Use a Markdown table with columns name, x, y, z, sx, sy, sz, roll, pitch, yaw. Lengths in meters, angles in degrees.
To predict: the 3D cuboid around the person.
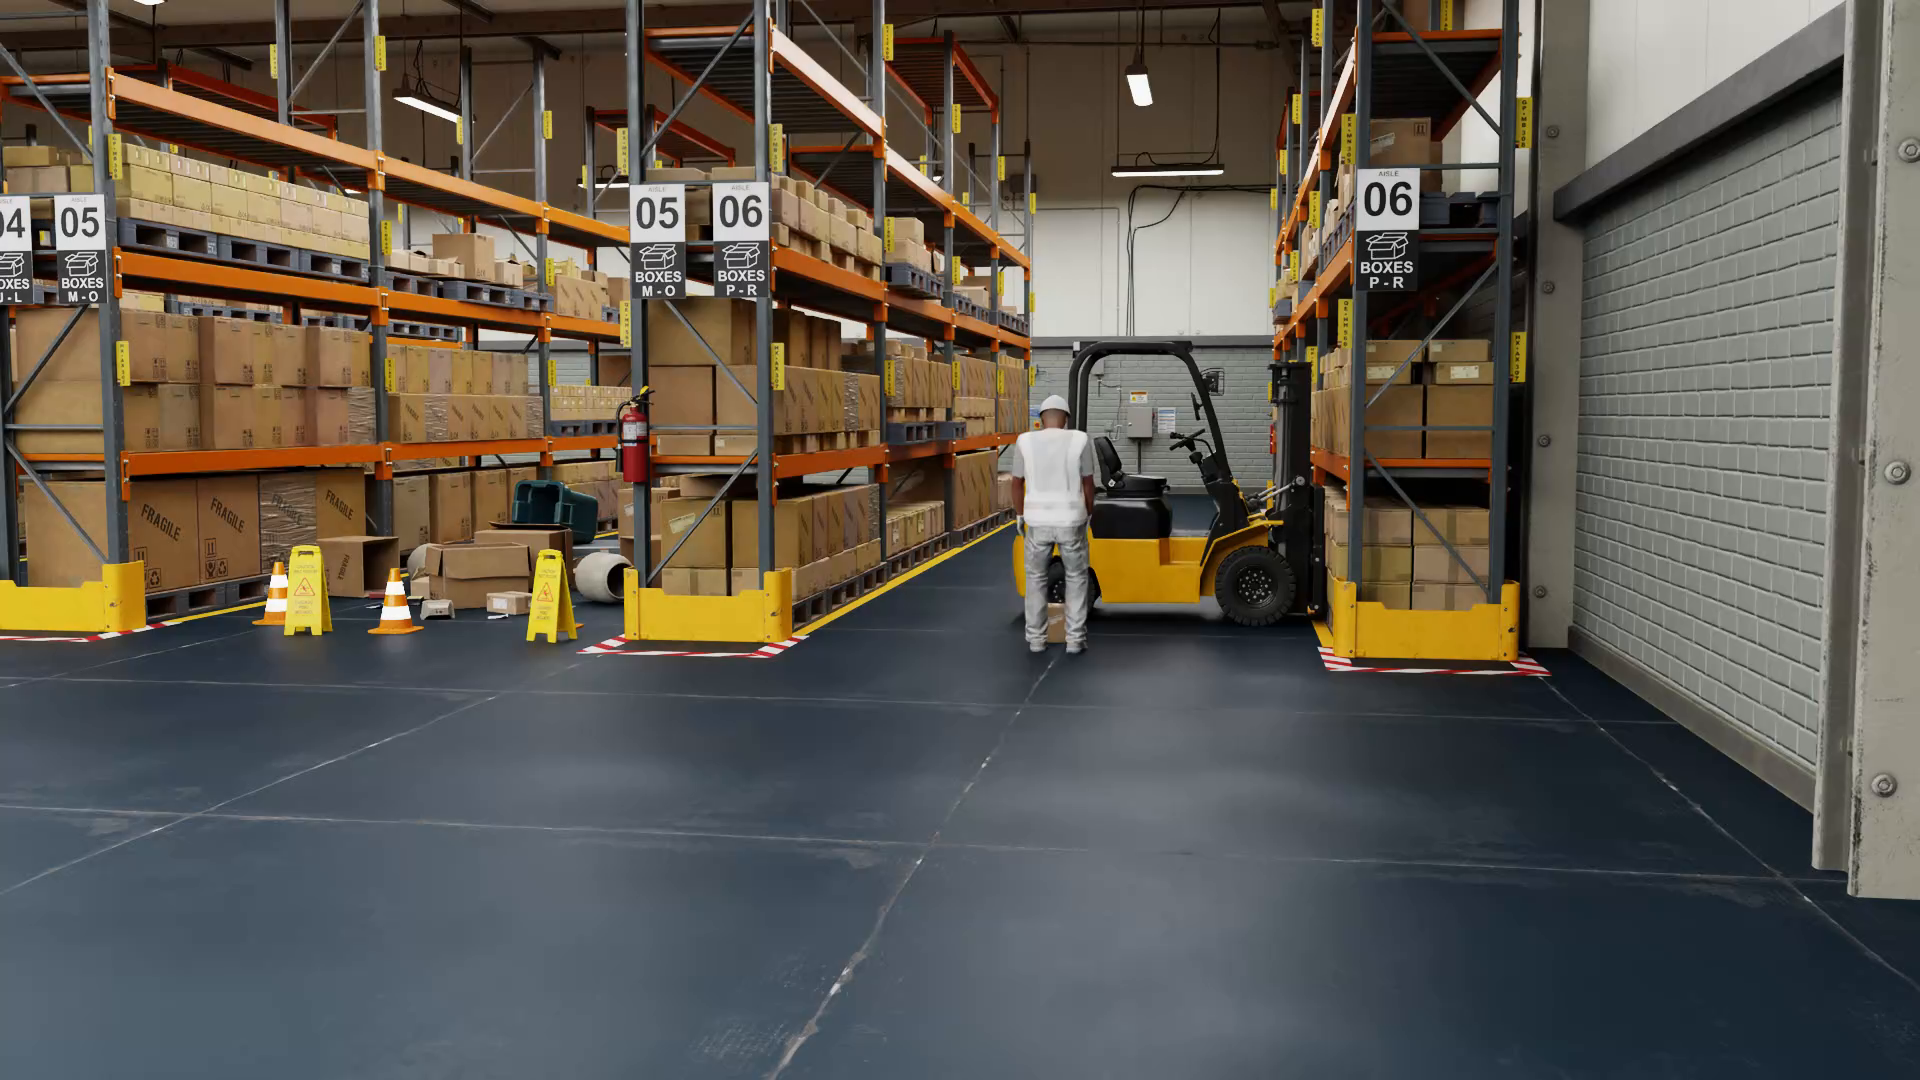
| name | x | y | z | sx | sy | sz | roll | pitch | yaw |
| --- | --- | --- | --- | --- | --- | --- | --- | --- | --- |
| person | 0.630 | -0.113 | 11.274 | 0.573 | 1.732 | 0.458 | 1 | 4 | 10 |
